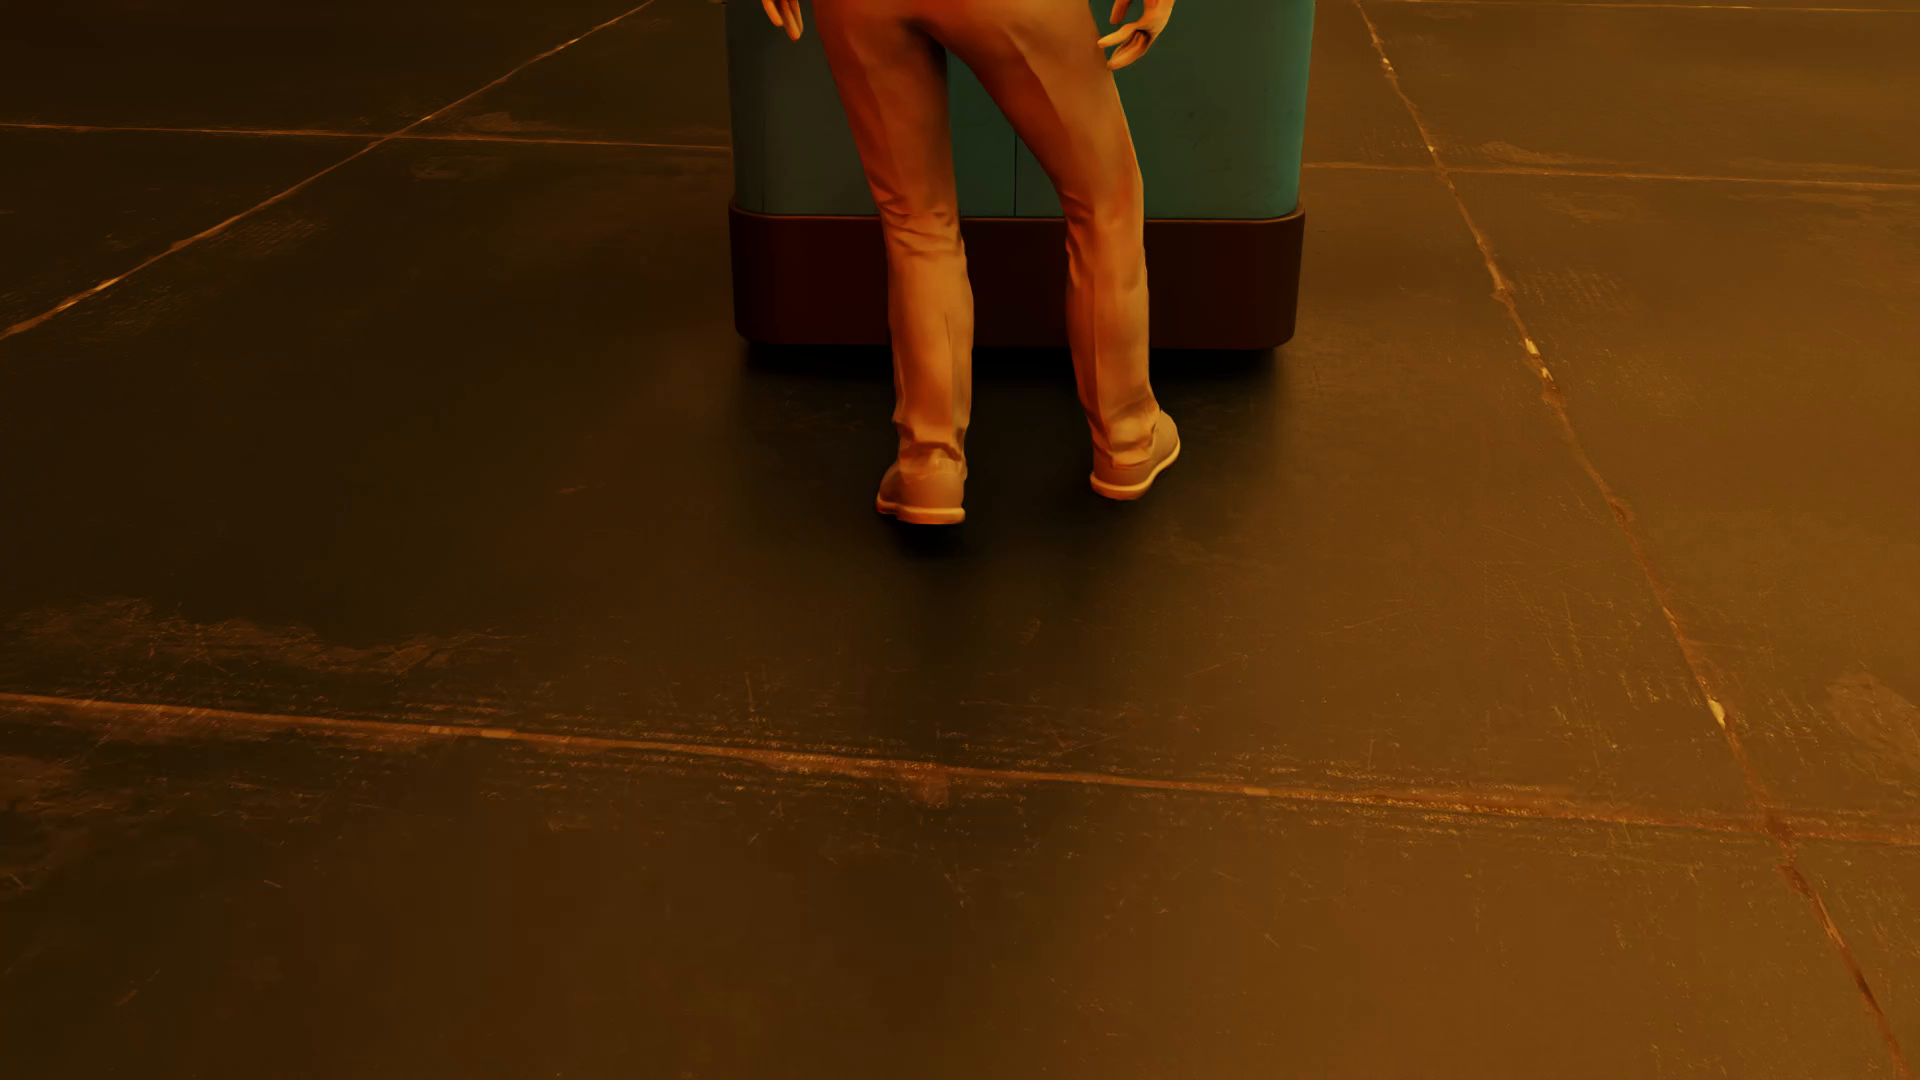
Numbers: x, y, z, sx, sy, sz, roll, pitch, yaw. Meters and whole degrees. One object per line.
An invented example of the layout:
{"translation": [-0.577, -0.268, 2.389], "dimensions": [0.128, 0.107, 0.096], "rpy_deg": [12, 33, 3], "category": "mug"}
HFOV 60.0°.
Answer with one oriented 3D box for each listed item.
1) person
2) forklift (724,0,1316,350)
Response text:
{"translation": [0.018, -0.817, 2.315], "dimensions": [0.631, 1.653, 0.574], "rpy_deg": [7, 27, 14], "category": "person"}
{"translation": [0.152, -2.275, 3.776], "dimensions": [1.130, 2.935, 3.031], "rpy_deg": [1, 27, 2], "category": "forklift"}
